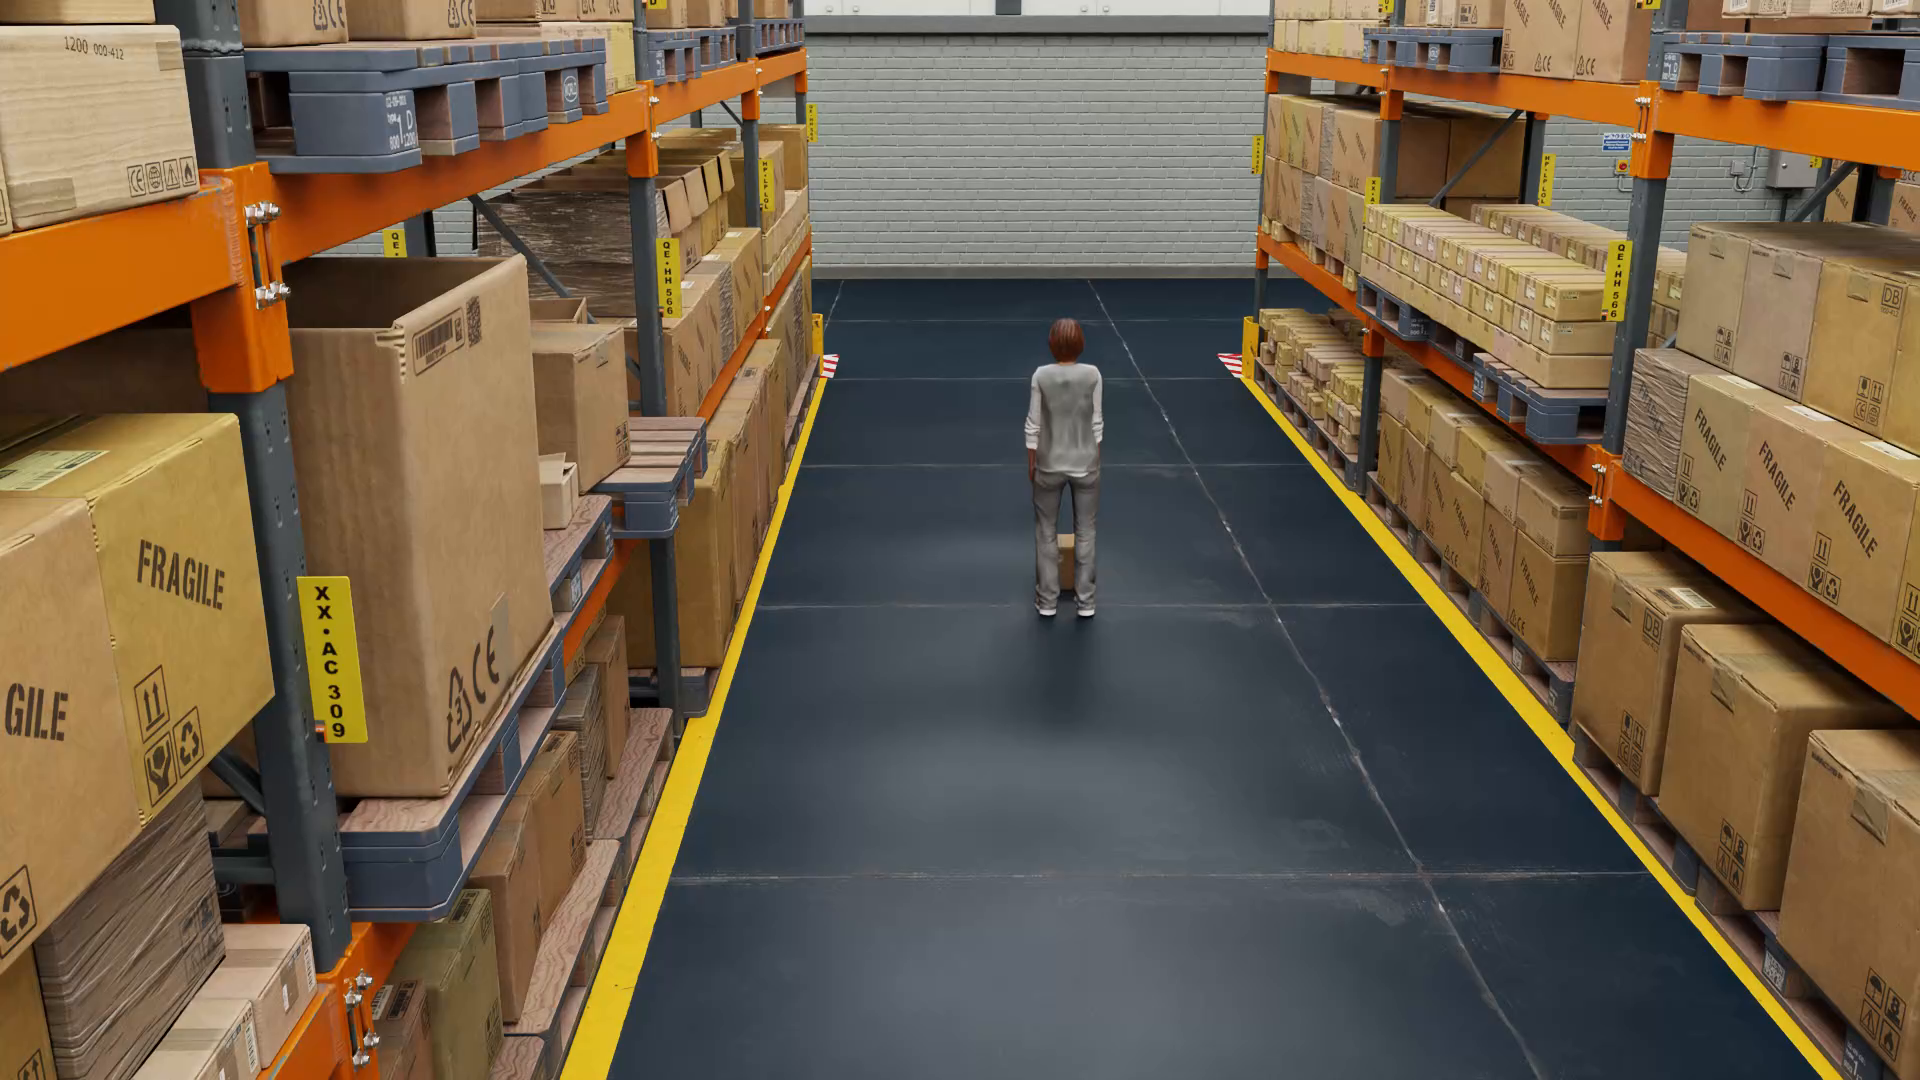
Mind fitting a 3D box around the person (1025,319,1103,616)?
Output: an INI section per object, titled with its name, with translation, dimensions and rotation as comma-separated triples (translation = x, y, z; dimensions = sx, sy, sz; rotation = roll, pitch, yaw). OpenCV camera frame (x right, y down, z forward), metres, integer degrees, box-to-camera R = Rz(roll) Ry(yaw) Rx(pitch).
[person]
translation = 0.543, -0.368, 8.761
dimensions = 0.409, 1.591, 0.304
rotation = 0, 17, 0
